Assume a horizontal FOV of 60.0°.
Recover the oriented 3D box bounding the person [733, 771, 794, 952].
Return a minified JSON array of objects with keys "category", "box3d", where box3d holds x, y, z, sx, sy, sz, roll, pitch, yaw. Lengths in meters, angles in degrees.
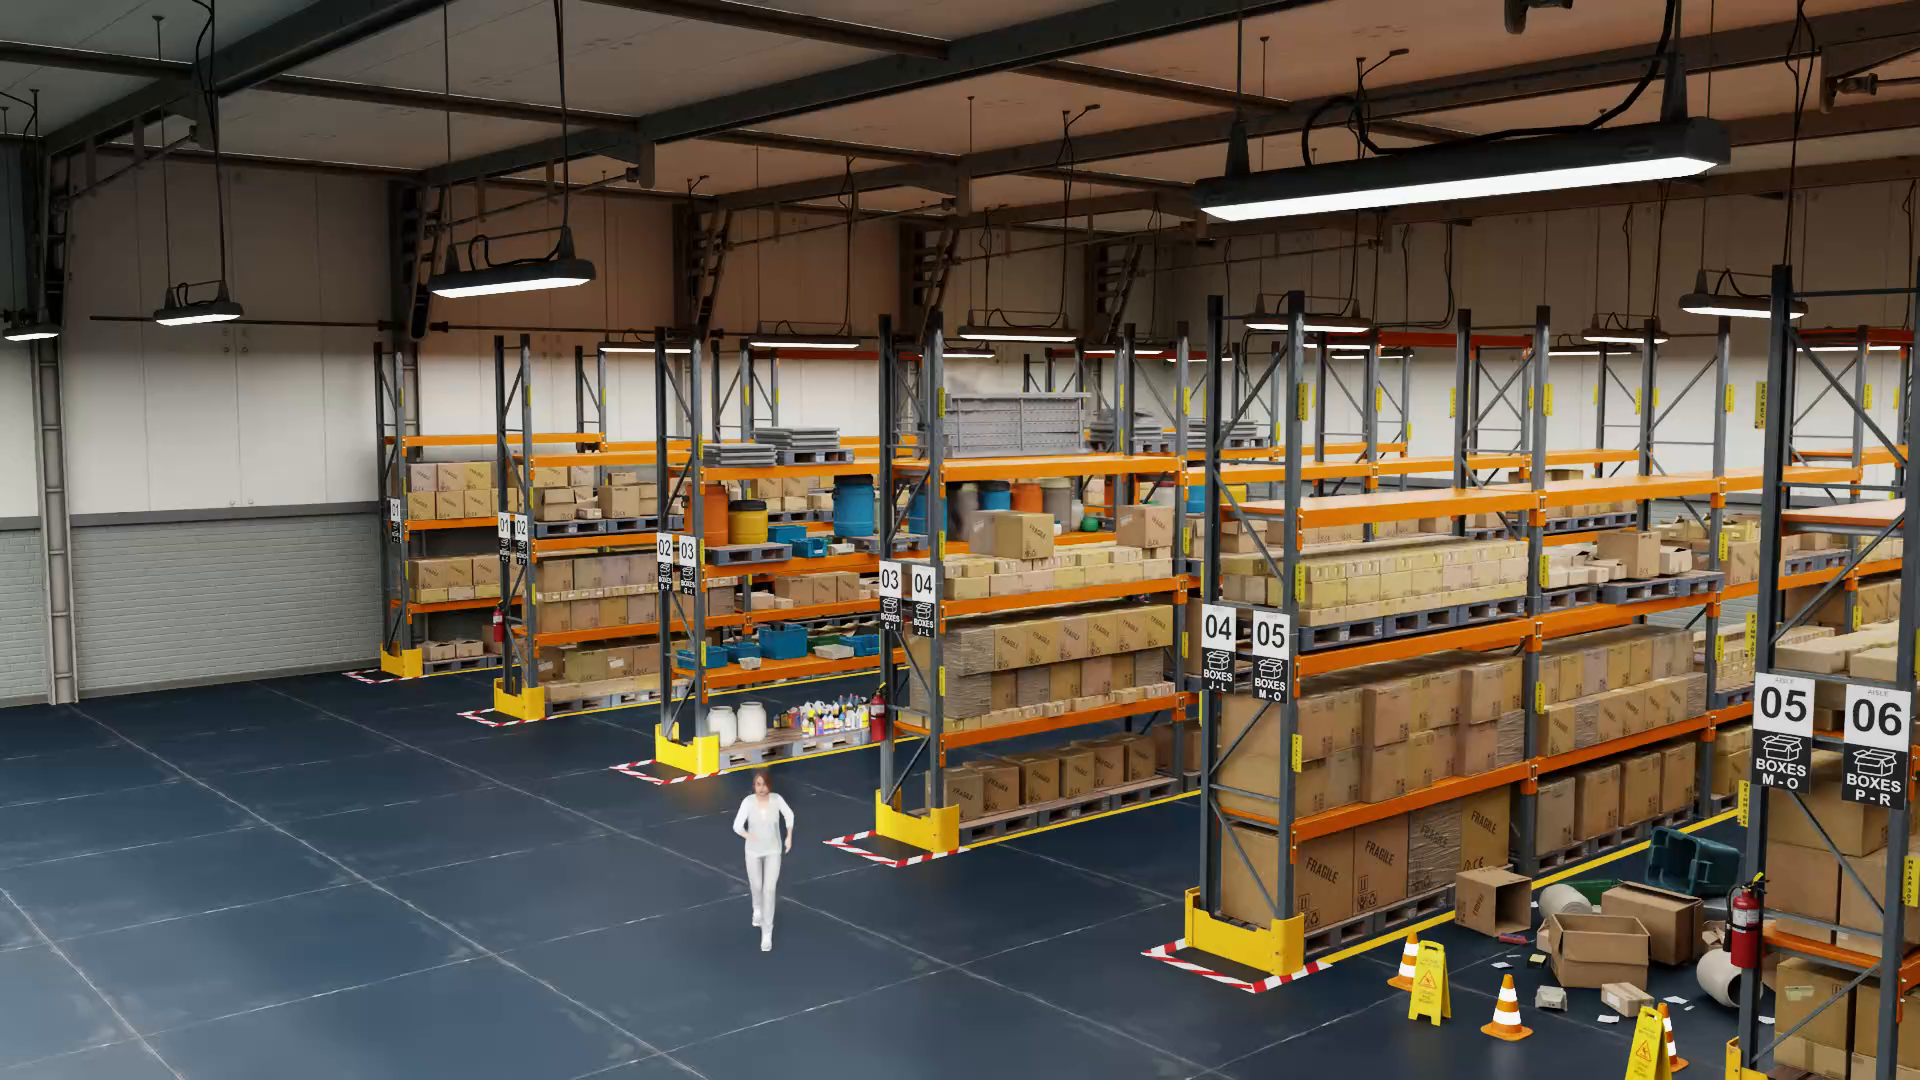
[{"category":"person","box3d":[-1.836,2.948,15.592,0.560,1.617,0.783,0,5,-4]}]
